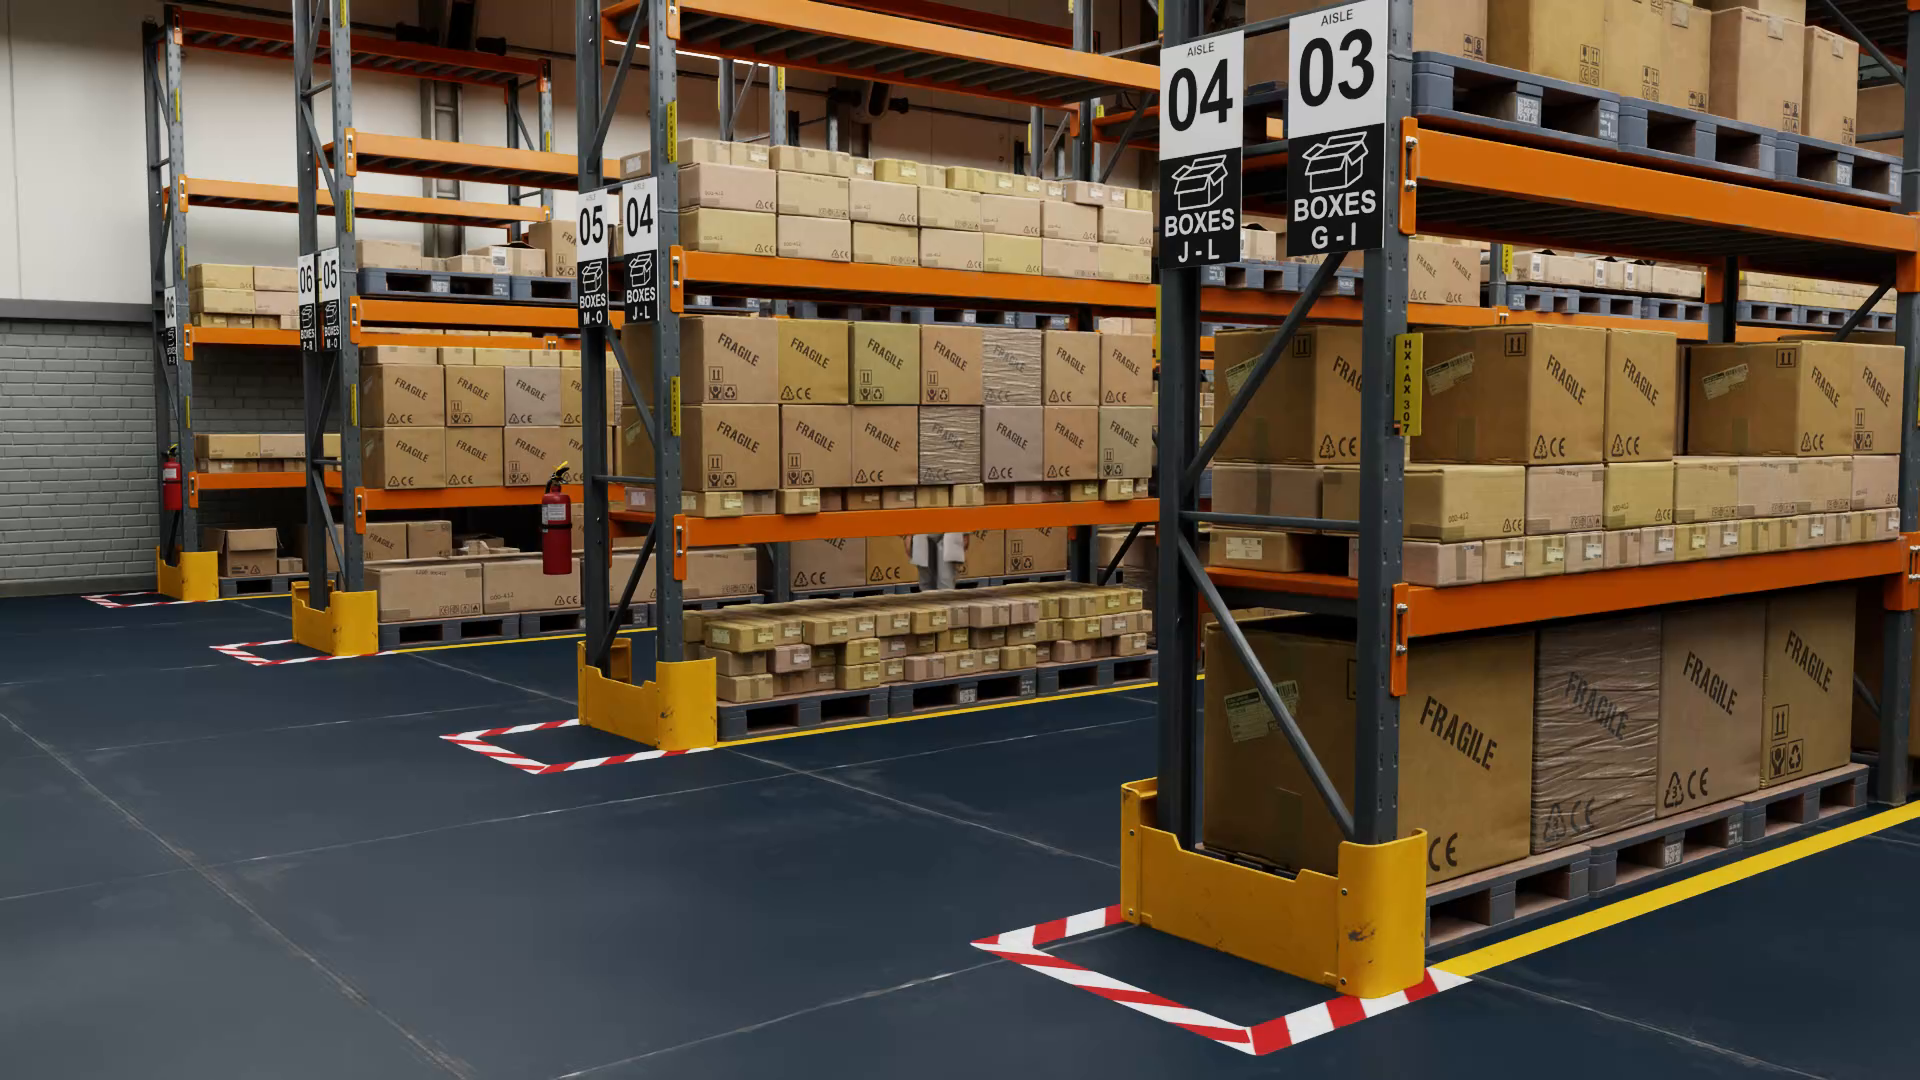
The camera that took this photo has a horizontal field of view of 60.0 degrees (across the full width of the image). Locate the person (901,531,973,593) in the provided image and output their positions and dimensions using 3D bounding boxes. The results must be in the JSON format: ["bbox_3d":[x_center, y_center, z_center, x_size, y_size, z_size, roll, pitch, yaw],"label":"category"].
[{"bbox_3d":[-0.198,-0.027,13.661,0.590,1.770,0.700,0,4,5],"label":"person"}]
